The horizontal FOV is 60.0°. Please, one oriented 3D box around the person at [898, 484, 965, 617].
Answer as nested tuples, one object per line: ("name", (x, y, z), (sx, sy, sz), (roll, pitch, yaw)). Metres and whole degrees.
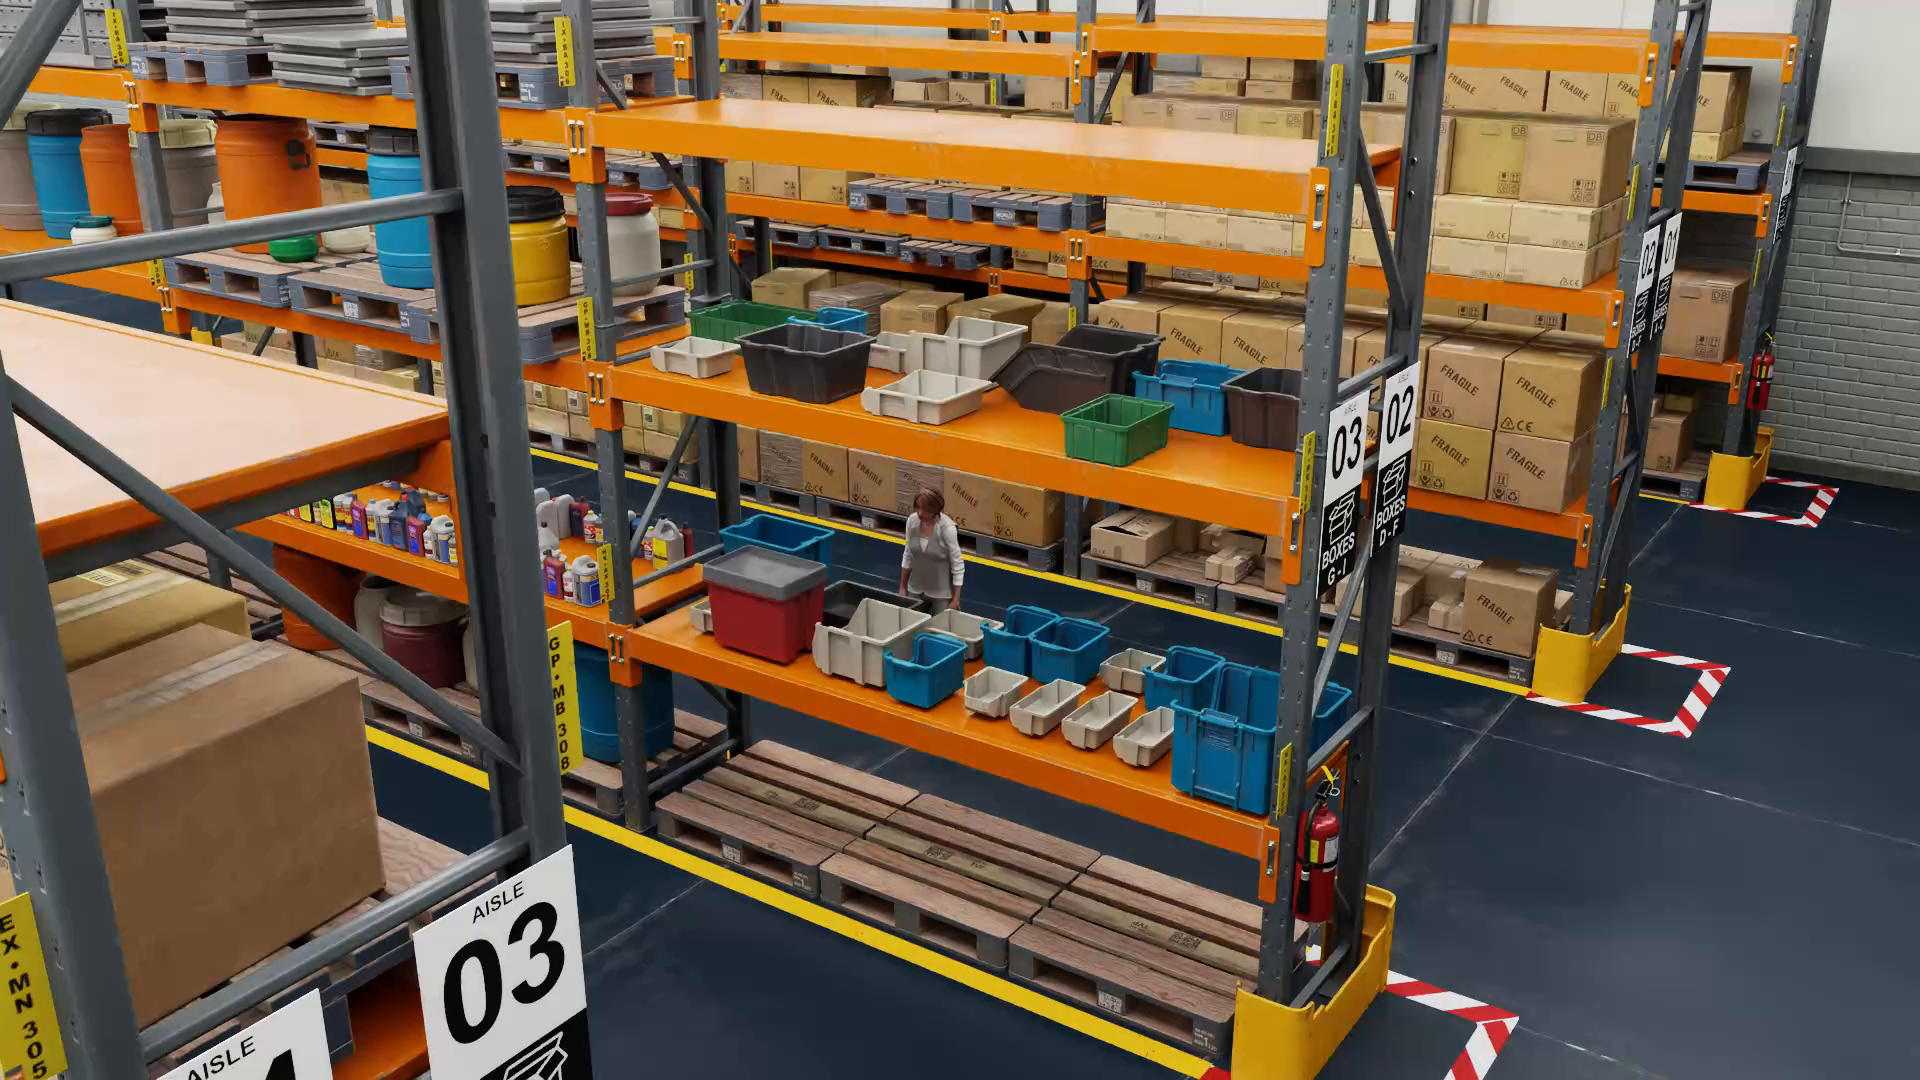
("person", (-0.196, 0.371, 11.076), (0.485, 1.593, 0.344), (12, 23, 29))
